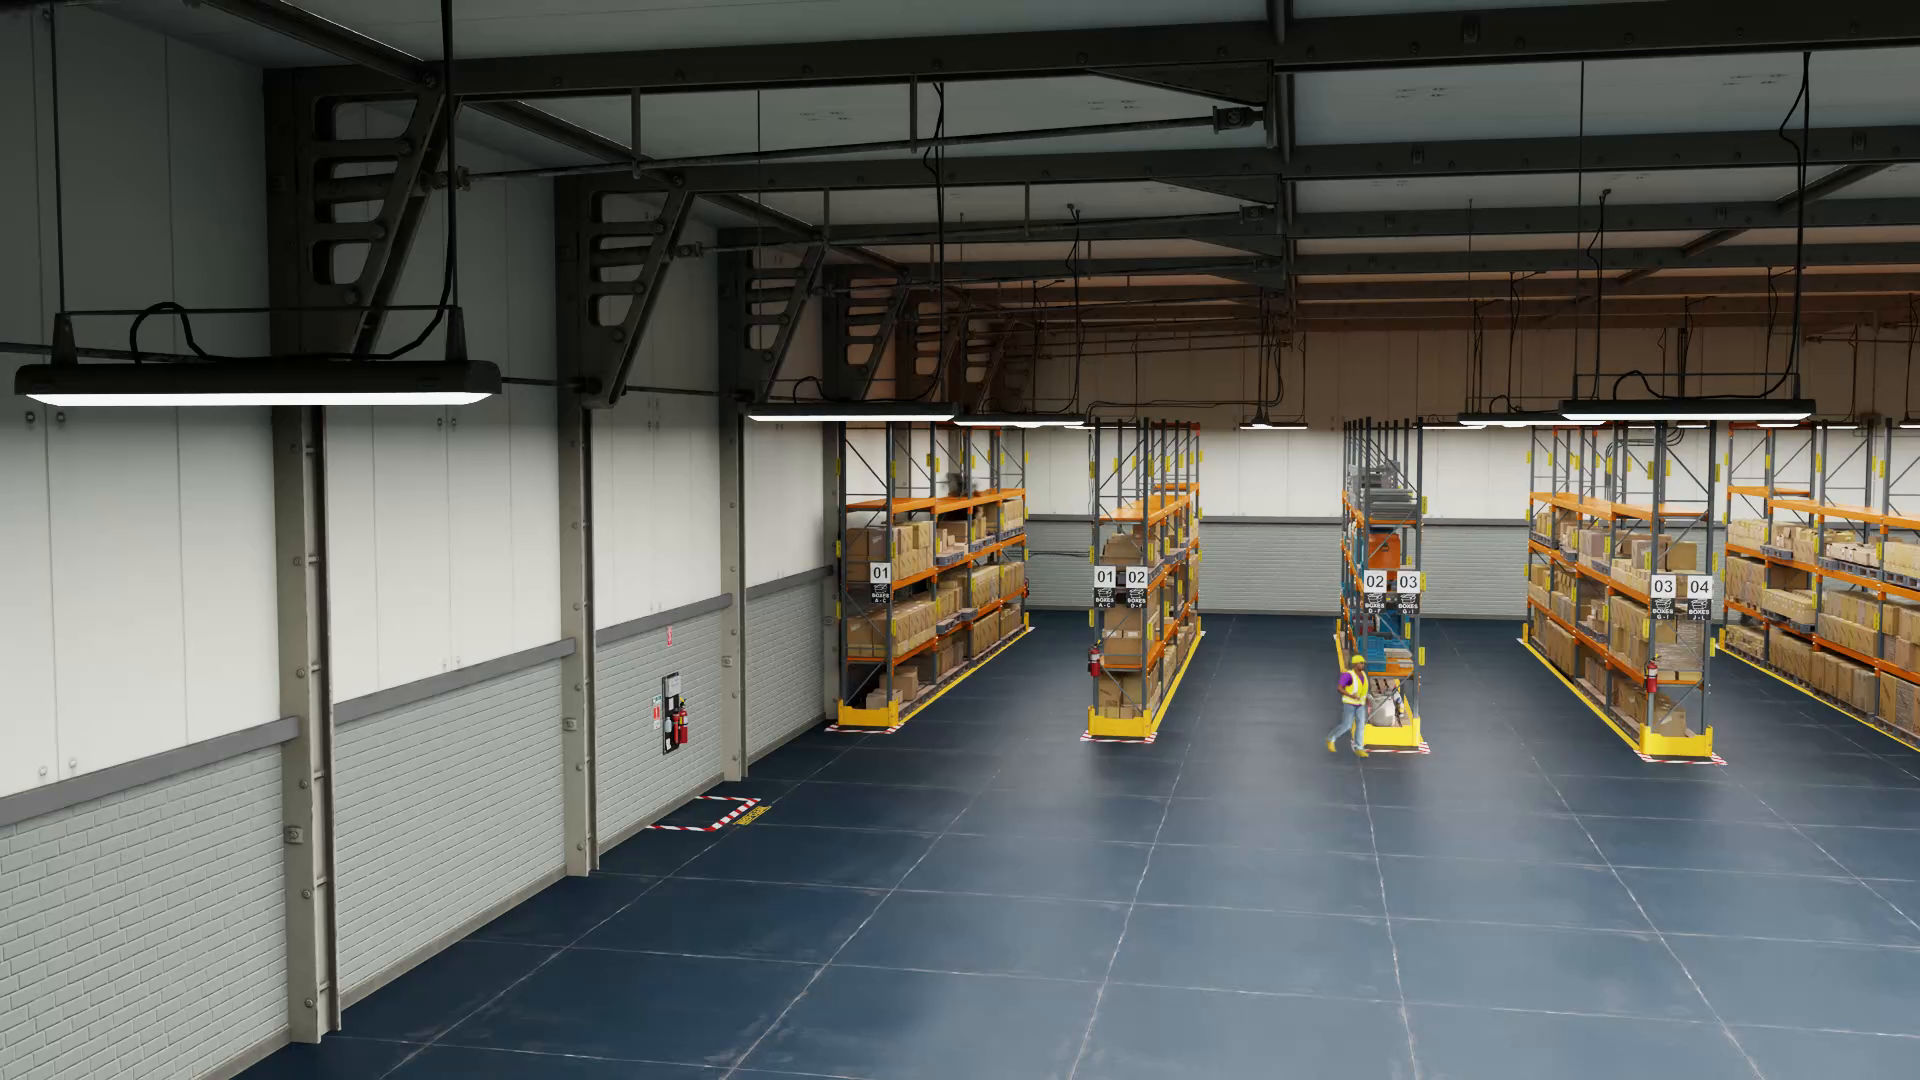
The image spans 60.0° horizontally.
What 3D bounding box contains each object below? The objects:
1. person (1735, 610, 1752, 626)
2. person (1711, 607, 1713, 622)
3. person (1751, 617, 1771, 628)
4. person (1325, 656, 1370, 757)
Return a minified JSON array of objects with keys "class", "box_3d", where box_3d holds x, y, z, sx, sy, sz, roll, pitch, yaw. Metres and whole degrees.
[{"class":"person","box_3d":[21.374,2.005,45.133,0.631,1.626,0.640,-3,5,-42]},{"class":"person","box_3d":[18.556,2.131,41.724,0.673,1.722,0.790,1,4,16]},{"class":"person","box_3d":[21.750,1.944,45.183,1.001,1.656,0.590,1,4,16]},{"class":"person","box_3d":[7.015,2.917,29.498,0.748,1.746,0.889,-2,4,-33]}]
